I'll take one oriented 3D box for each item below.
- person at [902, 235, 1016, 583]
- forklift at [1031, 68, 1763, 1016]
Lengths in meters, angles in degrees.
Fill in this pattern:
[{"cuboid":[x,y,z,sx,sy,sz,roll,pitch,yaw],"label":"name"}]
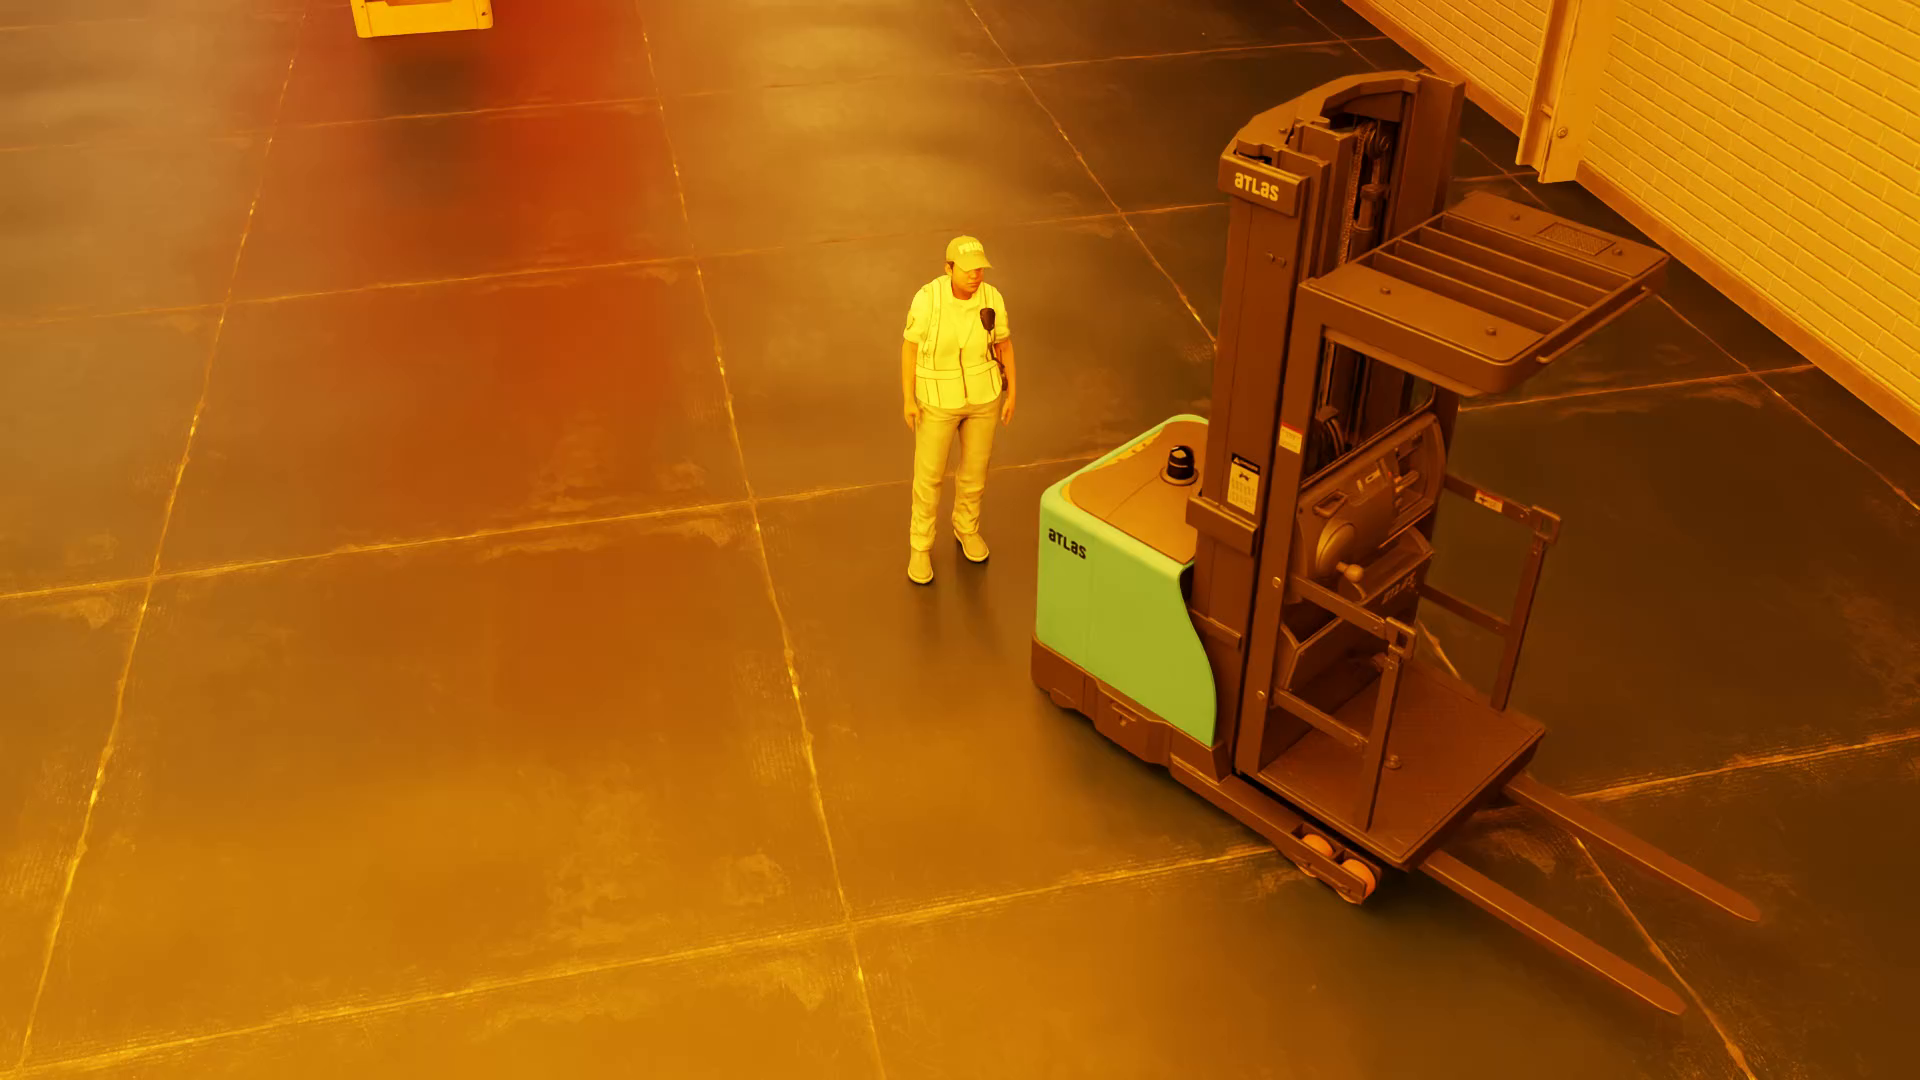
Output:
[{"cuboid":[-0.005,-0.635,8.004,0.598,1.670,0.529,-8,36,-11],"label":"person"},{"cuboid":[1.713,-0.102,6.192,1.130,2.935,3.031,-30,45,-35],"label":"forklift"}]
